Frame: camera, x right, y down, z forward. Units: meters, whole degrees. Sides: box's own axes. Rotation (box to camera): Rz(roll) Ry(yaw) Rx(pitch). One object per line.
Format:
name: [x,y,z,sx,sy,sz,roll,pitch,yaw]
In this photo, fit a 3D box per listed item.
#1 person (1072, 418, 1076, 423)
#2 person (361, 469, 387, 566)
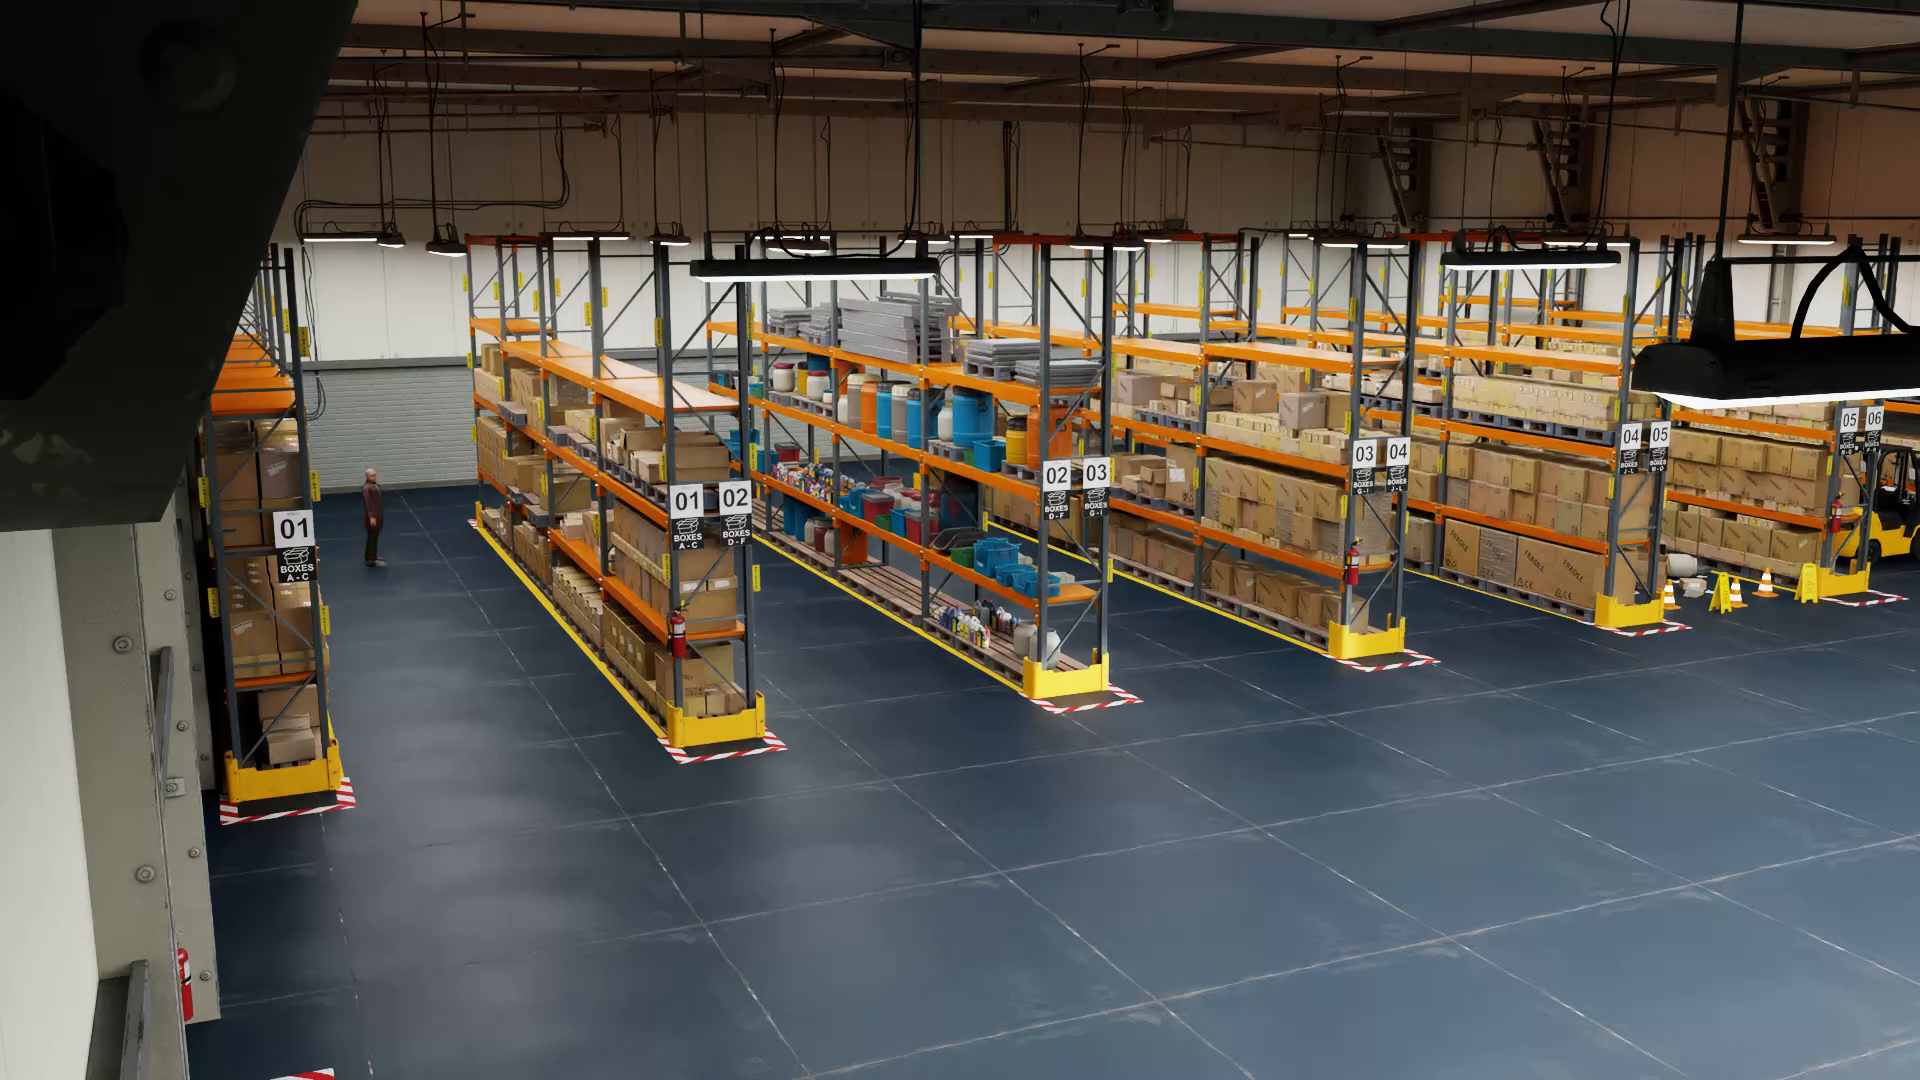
person: [2.581,-2.137,39.779,0.515,1.611,1.017,0,11,1]
person: [-10.836,-0.426,30.675,0.414,1.805,0.615,-2,11,-12]
